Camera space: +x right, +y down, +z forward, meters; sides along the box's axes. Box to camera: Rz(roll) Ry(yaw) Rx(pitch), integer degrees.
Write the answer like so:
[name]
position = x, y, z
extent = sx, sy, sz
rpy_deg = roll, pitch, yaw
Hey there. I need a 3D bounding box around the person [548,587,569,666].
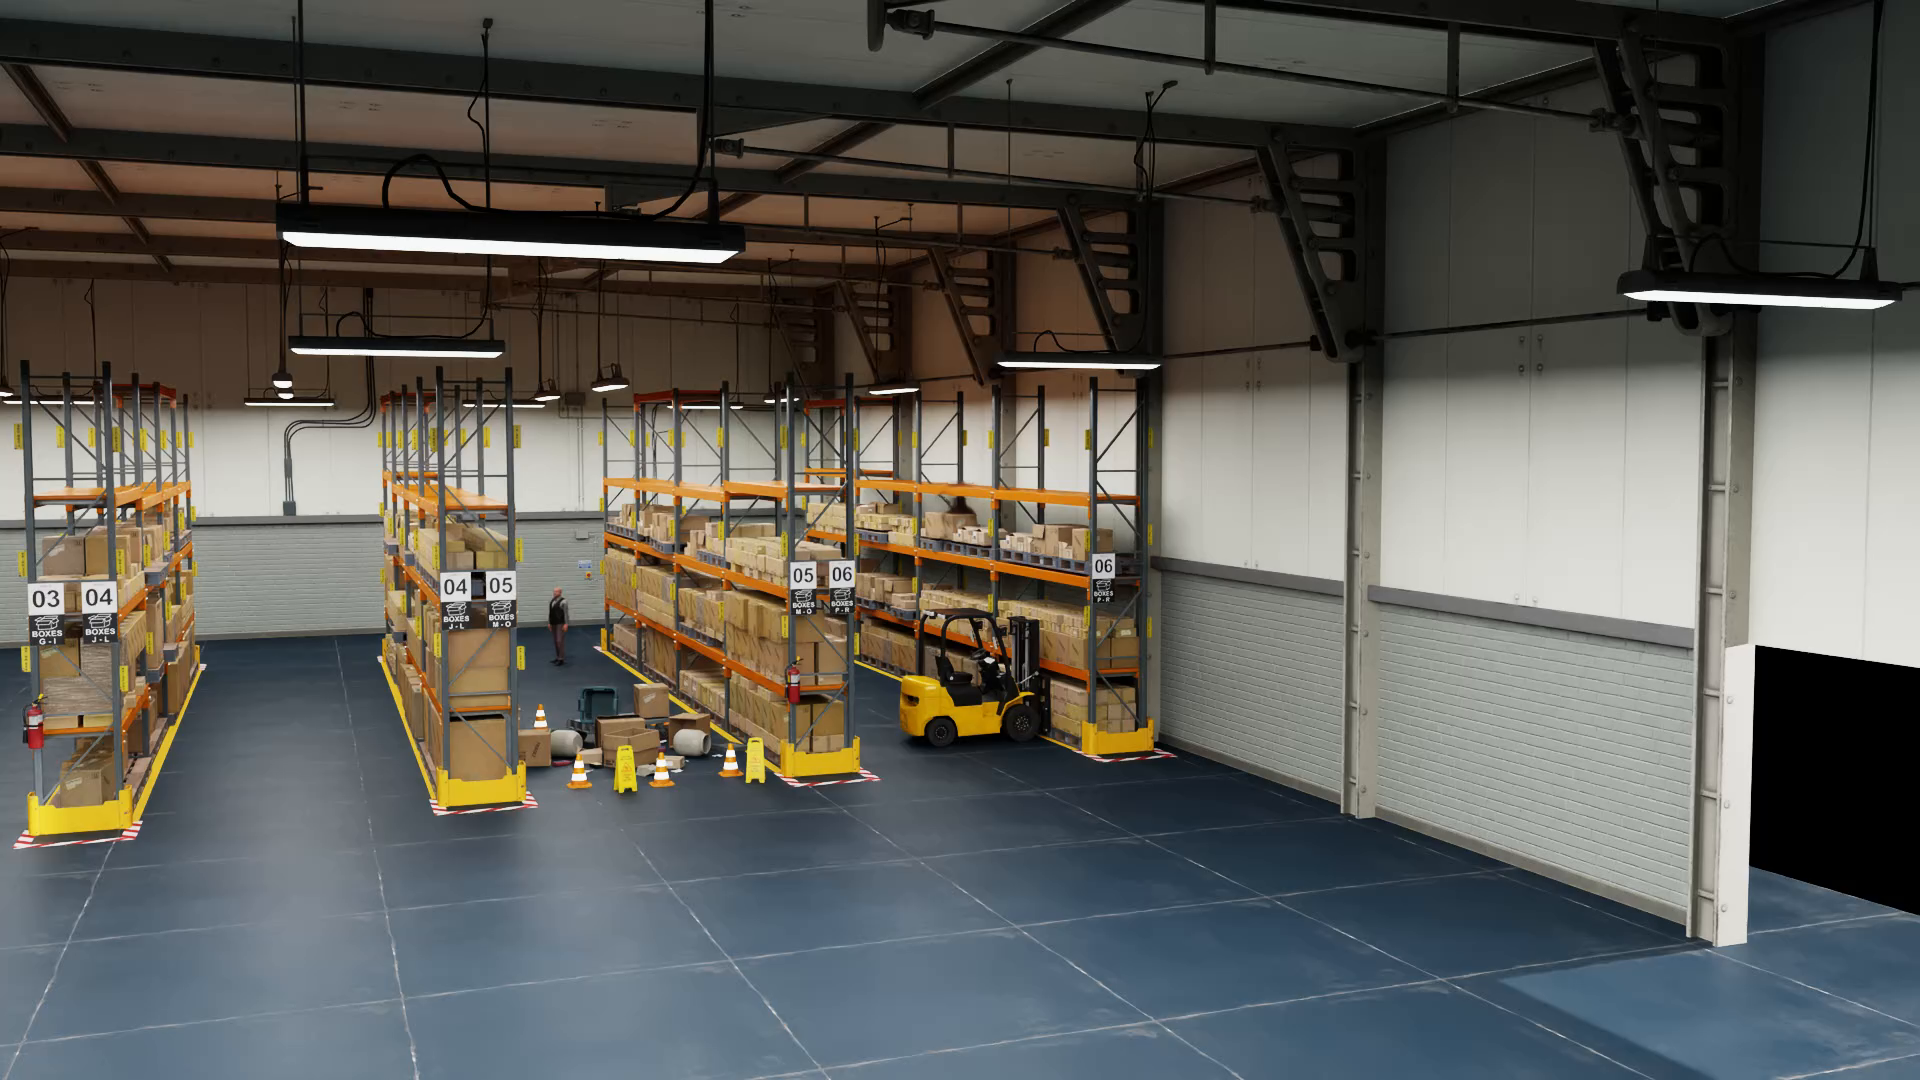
[person]
position = -9.033, 1.913, 37.178
extent = 0.589, 1.737, 0.483
rpy_deg = 3, 5, 42
